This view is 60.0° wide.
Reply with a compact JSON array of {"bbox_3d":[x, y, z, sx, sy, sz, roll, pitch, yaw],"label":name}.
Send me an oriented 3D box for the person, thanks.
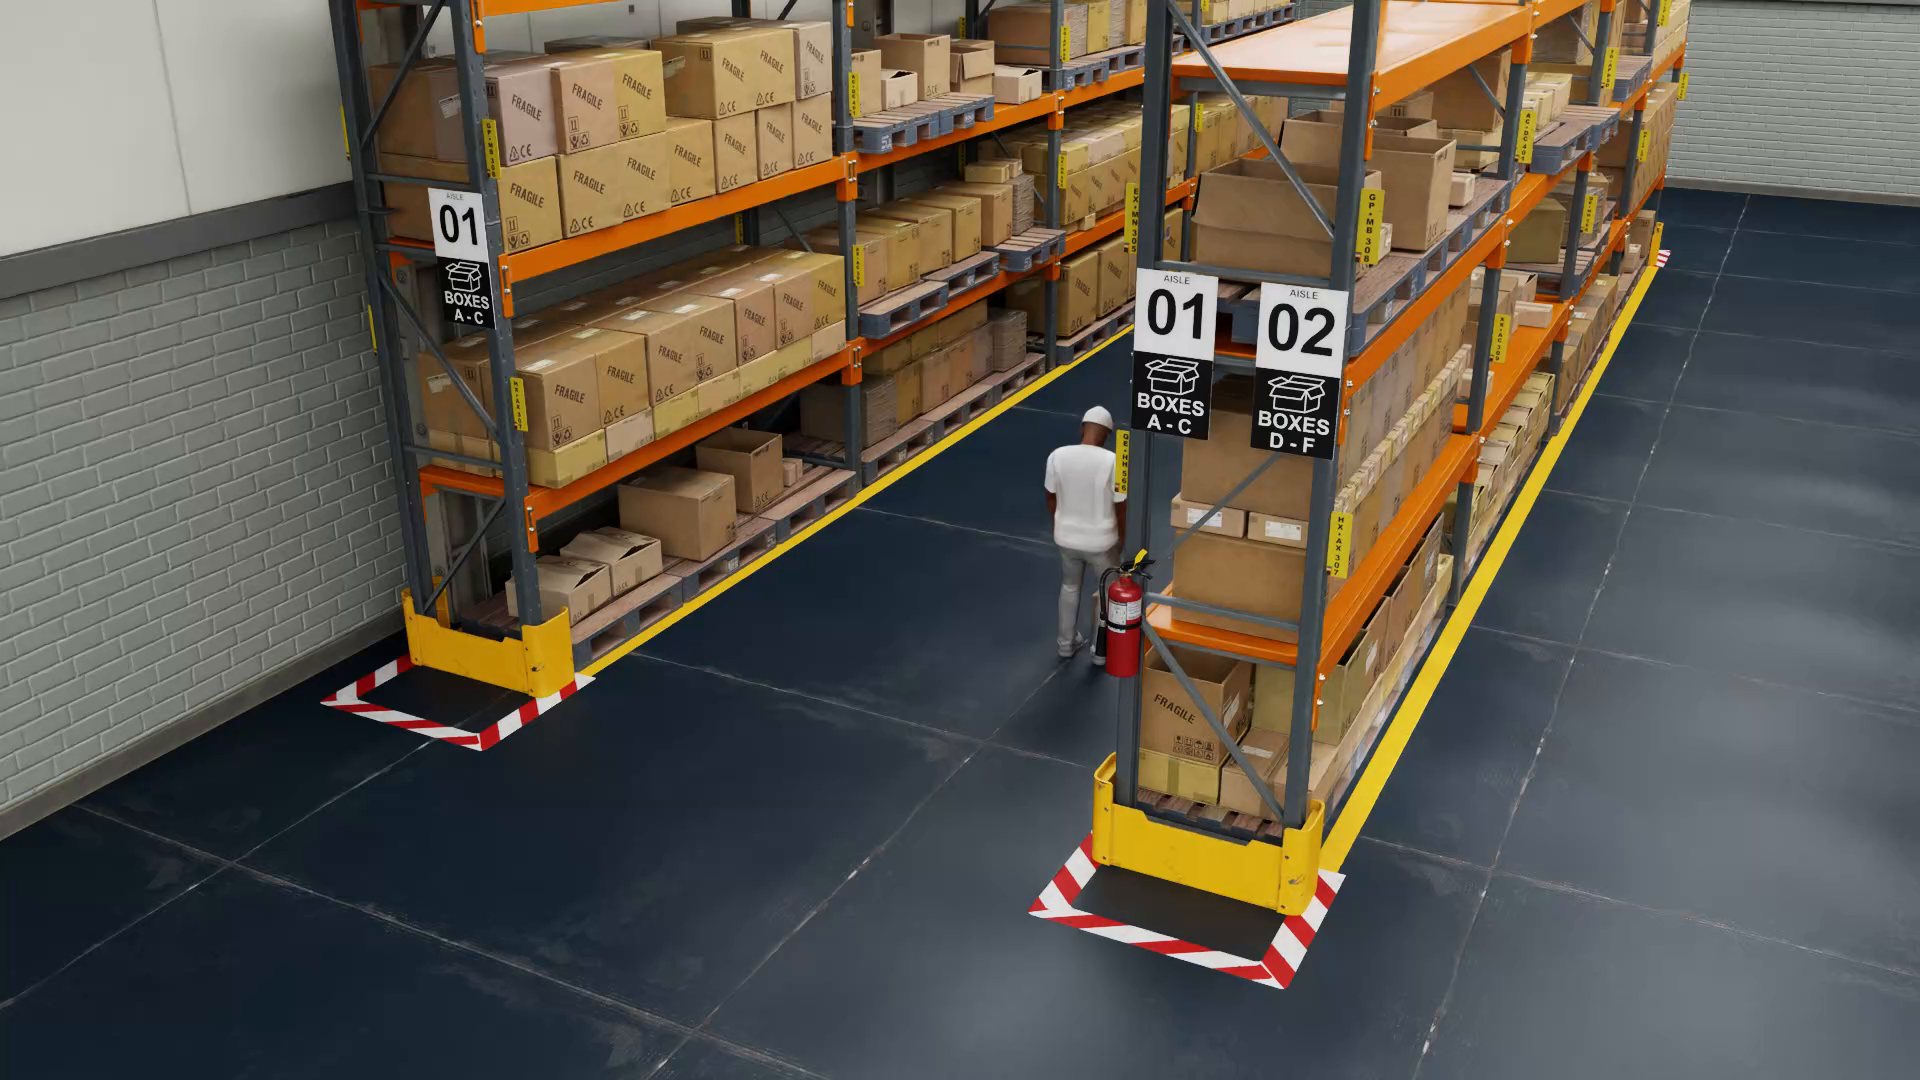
[{"bbox_3d":[0.836,-0.033,10.894,0.599,1.696,0.491,12,25,26],"label":"person"}]
